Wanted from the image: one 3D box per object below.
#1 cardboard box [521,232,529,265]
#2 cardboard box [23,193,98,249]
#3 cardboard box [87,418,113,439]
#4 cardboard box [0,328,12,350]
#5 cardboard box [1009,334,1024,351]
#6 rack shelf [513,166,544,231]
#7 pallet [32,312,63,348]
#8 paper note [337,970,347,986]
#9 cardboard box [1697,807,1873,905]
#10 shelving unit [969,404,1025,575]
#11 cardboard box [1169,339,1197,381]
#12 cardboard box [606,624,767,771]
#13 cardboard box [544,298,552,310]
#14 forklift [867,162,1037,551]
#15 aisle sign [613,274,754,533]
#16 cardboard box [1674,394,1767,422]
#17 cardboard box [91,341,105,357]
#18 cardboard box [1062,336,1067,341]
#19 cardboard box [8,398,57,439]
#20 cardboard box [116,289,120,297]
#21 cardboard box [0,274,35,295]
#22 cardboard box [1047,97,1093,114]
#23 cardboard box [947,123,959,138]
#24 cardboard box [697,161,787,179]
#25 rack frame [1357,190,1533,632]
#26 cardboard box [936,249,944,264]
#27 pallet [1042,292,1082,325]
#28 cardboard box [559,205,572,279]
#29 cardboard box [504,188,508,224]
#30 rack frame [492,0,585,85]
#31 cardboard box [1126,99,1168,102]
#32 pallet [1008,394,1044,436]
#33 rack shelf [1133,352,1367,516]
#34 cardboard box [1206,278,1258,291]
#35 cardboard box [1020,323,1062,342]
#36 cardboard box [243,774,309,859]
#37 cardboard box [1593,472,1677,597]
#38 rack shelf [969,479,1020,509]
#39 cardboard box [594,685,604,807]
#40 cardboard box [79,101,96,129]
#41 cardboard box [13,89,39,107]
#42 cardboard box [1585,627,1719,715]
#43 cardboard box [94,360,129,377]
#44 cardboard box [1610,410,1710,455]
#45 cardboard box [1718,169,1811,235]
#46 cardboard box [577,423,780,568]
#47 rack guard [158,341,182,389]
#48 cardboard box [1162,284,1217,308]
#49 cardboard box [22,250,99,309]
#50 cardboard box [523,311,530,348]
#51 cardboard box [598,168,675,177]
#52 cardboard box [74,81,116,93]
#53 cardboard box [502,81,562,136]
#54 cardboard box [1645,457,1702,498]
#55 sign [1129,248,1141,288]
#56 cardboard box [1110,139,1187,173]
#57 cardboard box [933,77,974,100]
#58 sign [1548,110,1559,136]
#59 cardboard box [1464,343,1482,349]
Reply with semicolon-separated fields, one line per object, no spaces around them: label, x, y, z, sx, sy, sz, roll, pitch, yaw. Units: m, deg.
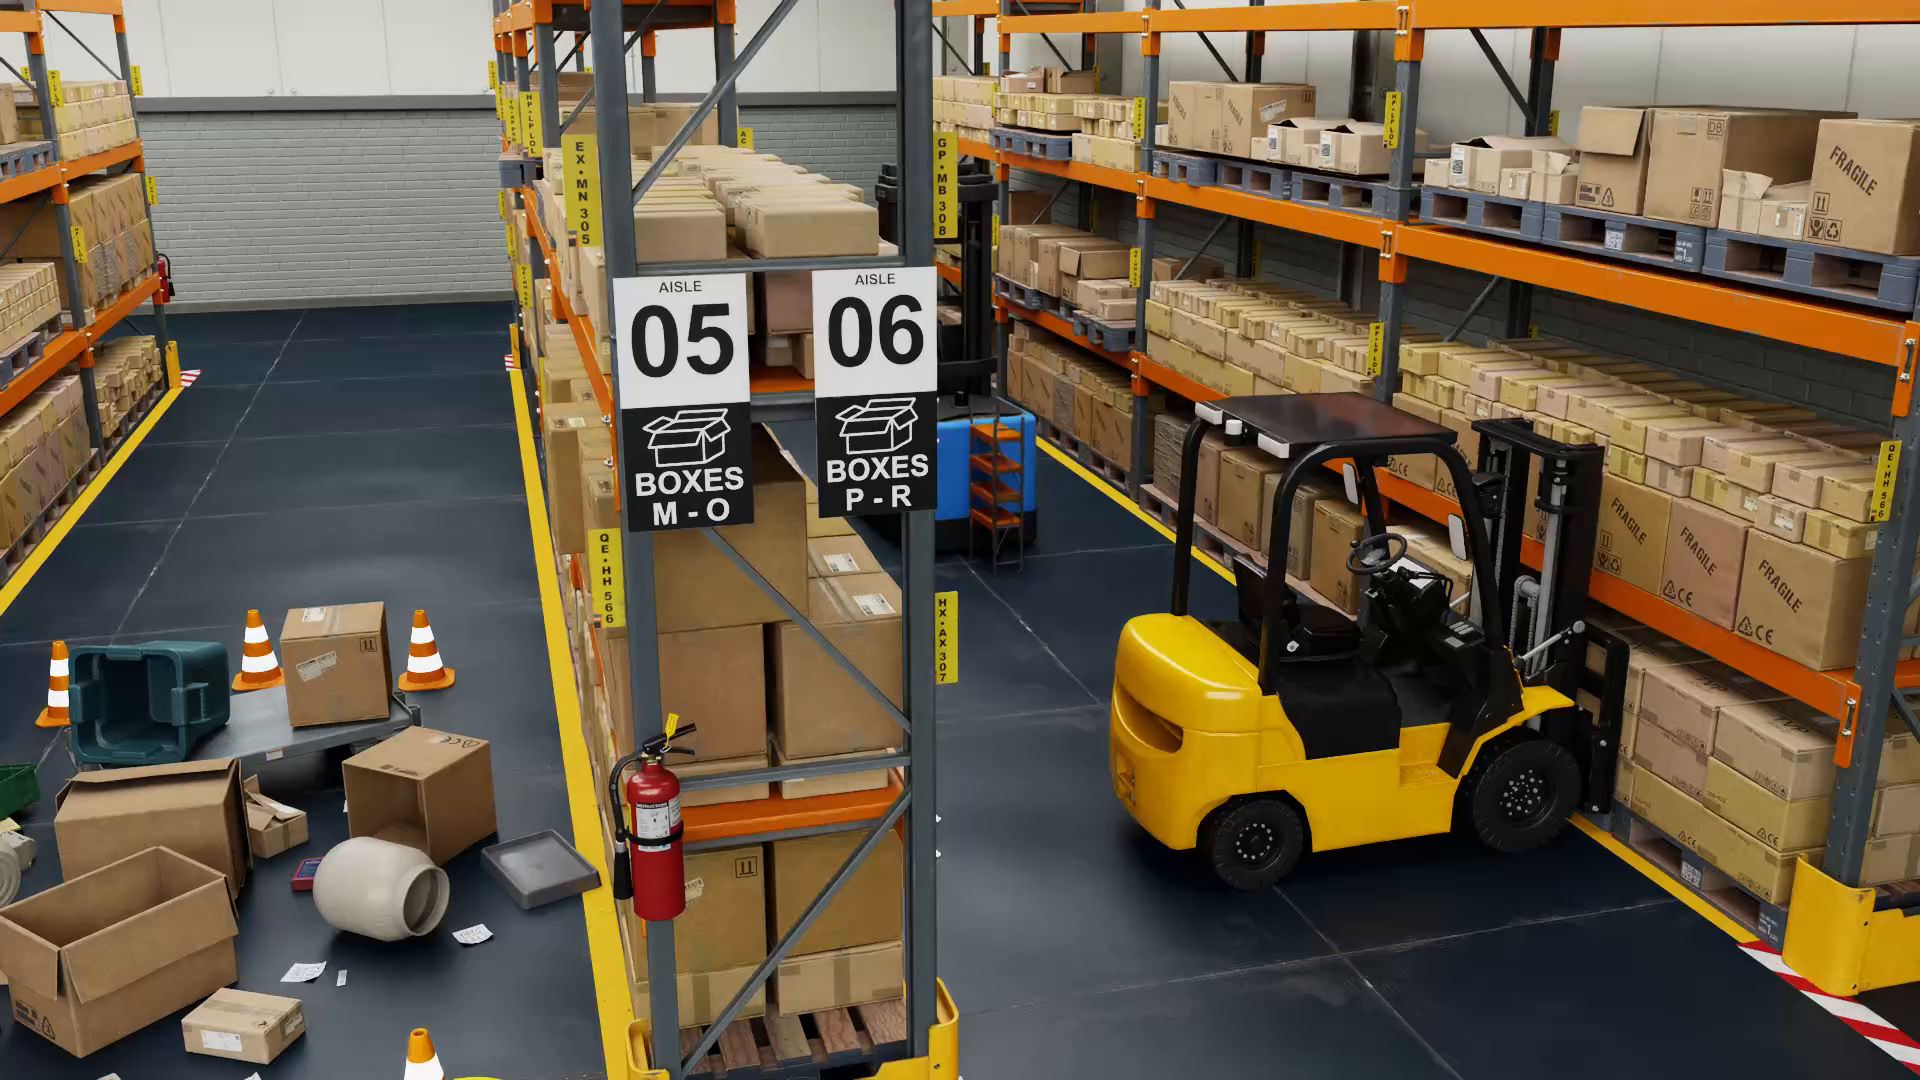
cardboard box;-3.450;-2.351;14.152;0.500;0.500;0.500;-5;17;-15
cardboard box;-8.655;-3.065;16.012;0.500;0.500;0.500;-5;18;-17
cardboard box;-8.399;-1.071;16.030;0.380;0.149;0.250;-5;18;-18
cardboard box;-7.804;-1.590;13.238;0.380;0.149;0.250;-4;17;-15
cardboard box;0.738;-2.117;17.772;0.380;0.149;0.250;-4;17;-13
rack shelf;-3.327;-3.068;14.487;1.077;0.370;4.000;-5;17;-15
pallet;-8.538;-1.795;14.546;1.003;0.211;1.213;-5;17;-15
paper note;-2.661;1.885;7.160;0.032;0.001;0.123;-5;17;-15
cardboard box;3.760;1.408;7.601;0.500;0.250;0.500;-5;17;-15
shelving unit;0.277;-0.390;12.664;0.258;1.200;0.503;-6;18;-20
cardboard box;2.015;-1.462;13.367;0.500;0.250;0.500;-5;17;-16
cardboard box;-0.993;0.472;5.976;0.500;0.500;0.500;-5;17;-16
cardboard box;-2.573;-1.381;11.415;0.500;0.500;0.500;-4;17;-14
forklift;-0.383;-1.694;13.998;1.130;2.935;3.031;-6;18;-20
aisle sign;-0.840;-0.414;5.099;0.394;0.787;0.004;-5;17;-15
cardboard box;3.909;-0.644;8.563;0.380;0.149;0.250;-5;17;-15
cardboard box;-9.698;-2.098;18.414;0.380;0.149;0.250;-4;17;-14
cardboard box;1.274;-2.158;17.909;0.380;0.149;0.250;-5;18;-17
cardboard box;-7.873;-0.998;13.873;0.500;0.250;0.500;-6;18;-18
cardboard box;-8.988;-2.592;17.305;0.380;0.149;0.250;-4;17;-14
cardboard box;-8.094;-2.161;14.105;0.380;0.149;0.250;-5;17;-15
cardboard box;1.035;-4.091;15.660;0.380;0.149;0.250;-5;17;-15
cardboard box;0.061;-4.738;19.234;0.380;0.149;0.250;-4;17;-14
cardboard box;-0.959;-1.590;7.368;0.380;0.149;0.250;-4;17;-15
rack frame;3.094;-0.709;10.600;1.000;3.000;0.127;-5;17;-15
cardboard box;-0.071;-3.435;20.112;0.380;0.149;0.250;-5;17;-17
pallet;1.456;-2.261;16.100;1.003;0.211;1.213;-5;17;-15
cardboard box;-1.403;-1.259;6.958;0.500;0.250;0.500;-5;17;-15
cardboard box;-5.118;-4.007;19.665;0.500;0.500;0.500;-5;17;-16
rack frame;-4.976;-6.508;19.477;1.000;3.000;0.127;-5;17;-15
cardboard box;1.753;-3.983;15.335;0.380;0.149;0.250;-5;17;-16
pallet;1.155;-1.365;17.628;1.003;0.211;1.213;-5;17;-15
rack shelf;2.544;-0.918;12.545;1.077;0.370;4.000;-5;17;-15
cardboard box;2.279;-2.100;13.929;0.380;0.149;0.250;-4;17;-13
cardboard box;0.856;-2.191;17.502;0.380;0.149;0.250;-6;18;-18
cardboard box;-3.517;1.389;8.368;0.396;0.266;0.258;11;20;32
cardboard box;3.531;-0.052;8.238;0.500;0.500;0.500;-5;17;-16
rack shelf;0.277;-0.325;12.683;0.258;0.148;0.480;-6;18;-20
cardboard box;-1.476;0.916;7.935;0.500;0.500;0.500;-4;17;-12
cardboard box;-8.767;-4.144;16.212;0.500;0.250;0.500;-4;17;-14
cardboard box;-8.455;-4.004;15.053;0.380;0.149;0.250;-5;17;-16
cardboard box;3.472;0.652;8.380;0.500;0.250;0.500;-4;17;-15
cardboard box;-8.908;-1.776;17.342;0.380;0.149;0.250;-5;17;-15
cardboard box;3.445;-0.531;8.189;0.380;0.149;0.250;-4;17;-14
cardboard box;3.604;-1.500;7.346;0.396;0.266;0.258;-5;17;-15
cardboard box;-1.061;-0.143;6.286;0.700;0.500;0.500;-5;17;-15
rack guard;-9.686;-1.998;19.234;1.175;0.500;0.348;-5;17;-15
cardboard box;1.874;-1.989;13.559;0.380;0.149;0.250;-4;17;-14
cardboard box;-8.502;-2.457;15.726;0.500;0.500;0.500;-5;17;-16
cardboard box;-3.611;-1.889;14.788;0.500;0.250;0.500;-5;17;-16
cardboard box;-1.398;-1.478;6.994;0.380;0.149;0.250;-4;17;-14
cardboard box;-9.339;-4.868;17.929;0.380;0.149;0.250;-4;17;-14
cardboard box;-3.913;-3.948;15.262;0.500;0.500;0.500;-5;17;-16
cardboard box;3.541;-0.320;8.001;0.380;0.149;0.250;-5;18;-17
sign;1.475;-2.287;13.976;0.100;0.325;0.005;-5;17;-15
cardboard box;1.620;-3.303;14.282;0.500;0.250;0.500;-5;18;-17
cardboard box;-0.051;-5.353;19.718;0.500;0.250;0.500;-5;17;-16
sign;3.627;-2.476;10.230;0.100;0.325;0.005;-5;17;-15
cardboard box;3.203;-1.182;10.872;0.380;0.149;0.250;-5;17;-17
